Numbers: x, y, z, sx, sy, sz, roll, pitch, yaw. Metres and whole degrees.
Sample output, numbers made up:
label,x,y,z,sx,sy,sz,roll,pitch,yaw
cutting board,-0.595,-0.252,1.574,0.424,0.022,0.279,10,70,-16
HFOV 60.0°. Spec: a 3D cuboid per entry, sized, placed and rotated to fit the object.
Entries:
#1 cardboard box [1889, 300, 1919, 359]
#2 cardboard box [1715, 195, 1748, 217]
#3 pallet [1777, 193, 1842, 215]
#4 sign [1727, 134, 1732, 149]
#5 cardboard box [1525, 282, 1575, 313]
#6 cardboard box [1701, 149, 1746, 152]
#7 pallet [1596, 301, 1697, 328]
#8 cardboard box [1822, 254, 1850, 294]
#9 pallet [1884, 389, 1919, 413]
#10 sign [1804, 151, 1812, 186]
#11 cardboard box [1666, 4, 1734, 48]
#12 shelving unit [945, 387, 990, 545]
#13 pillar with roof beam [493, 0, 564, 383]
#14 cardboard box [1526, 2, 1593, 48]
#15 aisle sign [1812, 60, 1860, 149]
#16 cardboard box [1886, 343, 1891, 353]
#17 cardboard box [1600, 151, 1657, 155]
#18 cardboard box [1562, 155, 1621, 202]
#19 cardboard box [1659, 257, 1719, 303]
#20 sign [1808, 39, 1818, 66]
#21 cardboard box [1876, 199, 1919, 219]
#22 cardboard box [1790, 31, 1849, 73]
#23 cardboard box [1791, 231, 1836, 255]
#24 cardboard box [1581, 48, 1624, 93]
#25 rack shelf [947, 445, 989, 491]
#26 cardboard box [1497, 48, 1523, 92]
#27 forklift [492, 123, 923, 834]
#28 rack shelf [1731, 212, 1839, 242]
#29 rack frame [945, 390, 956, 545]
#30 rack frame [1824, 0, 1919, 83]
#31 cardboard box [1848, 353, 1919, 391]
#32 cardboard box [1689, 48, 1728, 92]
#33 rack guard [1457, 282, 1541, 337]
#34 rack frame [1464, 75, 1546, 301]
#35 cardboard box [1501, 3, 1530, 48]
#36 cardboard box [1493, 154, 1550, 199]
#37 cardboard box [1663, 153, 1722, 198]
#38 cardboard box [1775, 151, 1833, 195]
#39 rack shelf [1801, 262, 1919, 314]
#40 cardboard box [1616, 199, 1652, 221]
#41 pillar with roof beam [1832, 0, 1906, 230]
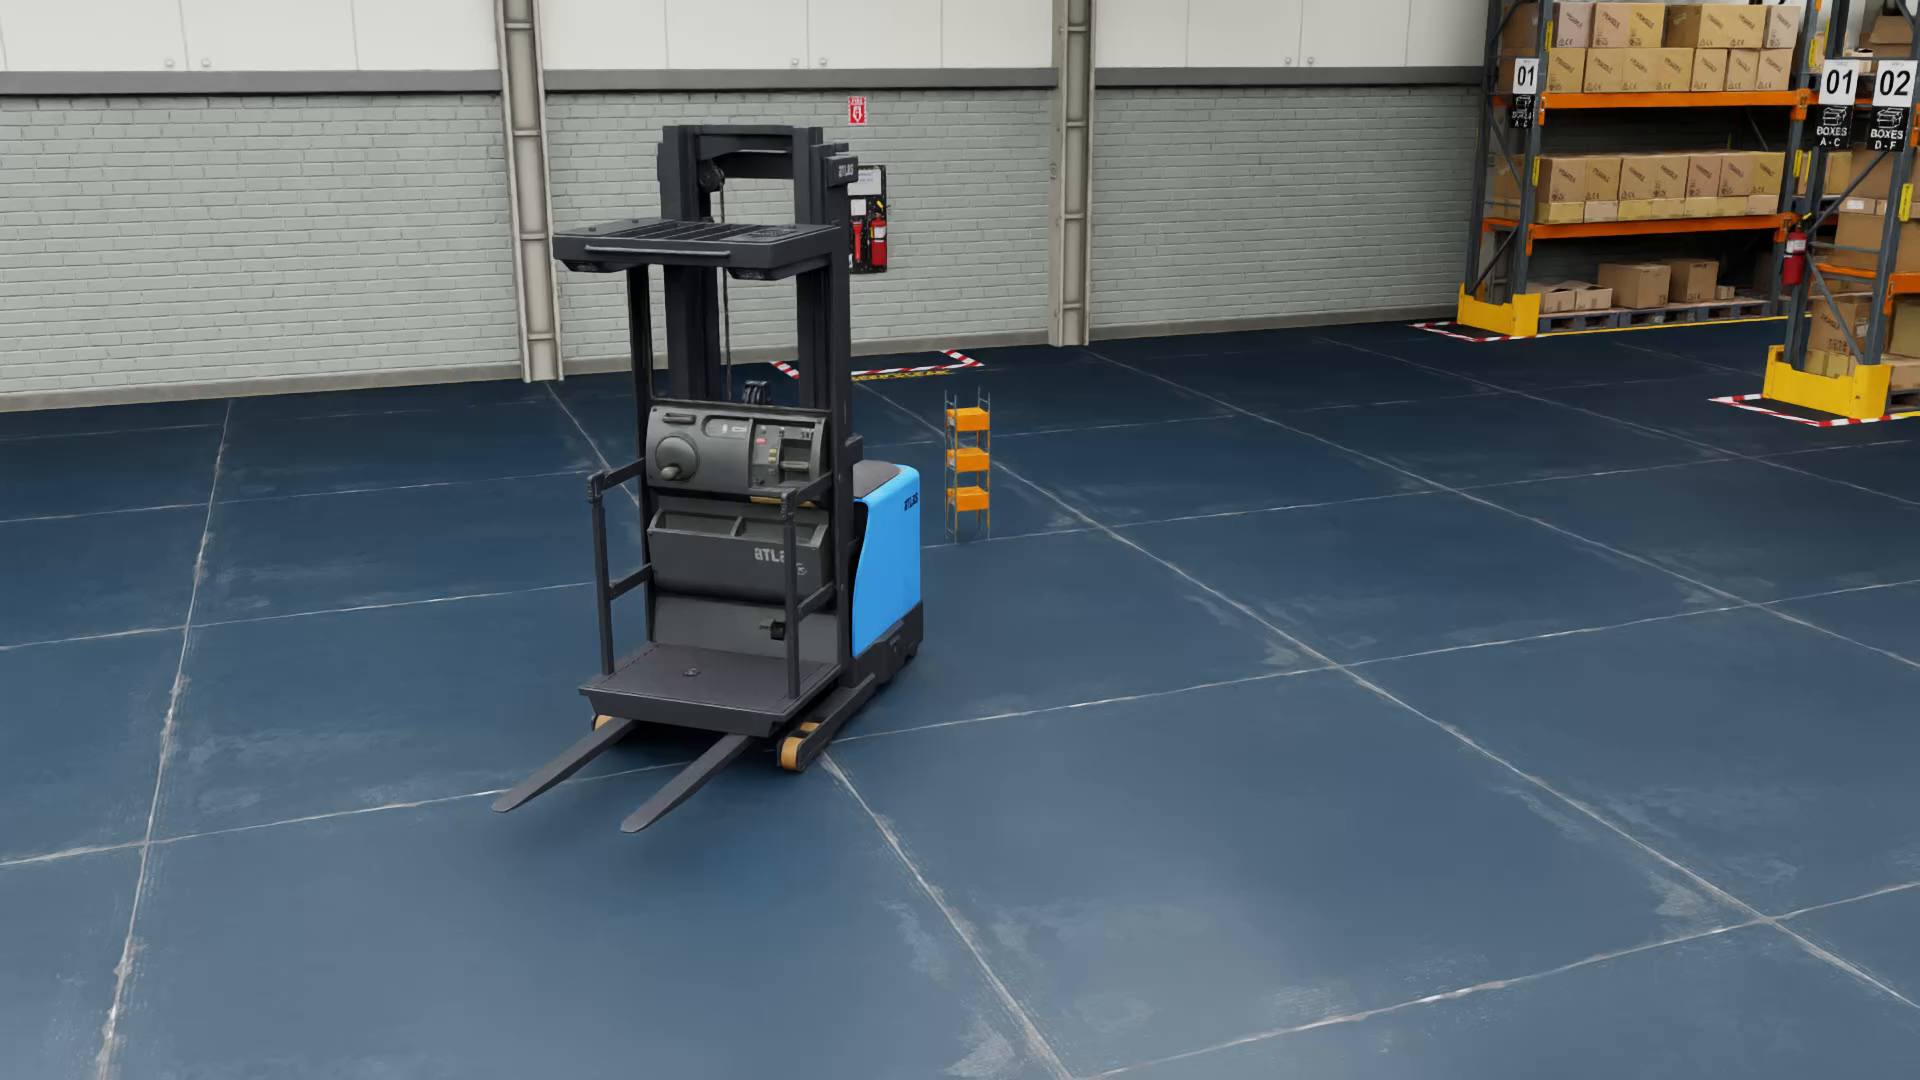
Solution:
label,x,y,z,sx,sy,sz,roll,pitch,yaw
cardboard box,9.340,-2.014,15.938,0.500,0.500,0.500,-6,17,-20
cardboard box,9.451,-4.194,20.788,0.500,0.250,0.500,-6,17,-20
pallet,11.019,-4.379,21.526,1.213,0.211,1.003,-6,17,-20
sign,10.051,-5.133,21.700,0.005,0.325,0.100,-6,17,-20
cardboard box,7.196,-2.996,20.468,0.500,0.311,0.500,-8,18,-26
cardboard box,9.739,-4.737,21.306,0.500,0.500,0.500,-7,18,-21
pallet,8.497,-2.893,21.075,1.213,0.211,1.003,-6,17,-20
cardboard box,11.399,-3.588,22.147,0.500,0.500,0.700,-7,18,-21
pallet,8.993,-1.476,16.250,1.213,0.211,1.003,-6,17,-20
sign,8.113,-3.539,15.851,0.005,0.325,0.100,-6,17,-20
cardboard box,8.890,-6.173,19.985,0.500,0.500,0.500,-7,18,-22
shelving unit,0.050,-0.509,11.469,0.252,1.050,0.215,-6,17,-20
pillar with roof beam,-2.803,-4.863,12.187,0.400,9.000,9.100,-6,17,-20
cardboard box,6.964,-5.980,19.328,0.500,0.500,0.500,-8,18,-24
aisle sign,8.127,-4.044,15.431,0.004,0.787,0.394,-6,17,-20
cardboard box,9.151,-1.793,16.516,0.500,0.250,0.500,-6,17,-20
cardboard box,8.307,-4.582,20.777,0.500,0.500,0.500,-6,17,-19
cardboard box,7.536,-4.342,19.962,0.500,0.500,0.500,-6,17,-20
cardboard box,9.298,-3.329,21.265,0.500,0.500,0.500,-8,18,-24
sign,10.454,-5.977,20.388,0.005,0.325,0.100,-6,17,-20
cardboard box,8.737,-3.068,15.393,0.250,0.149,0.380,-6,18,-20
cardboard box,10.792,-6.155,20.987,0.500,0.500,0.500,-4,17,-12
cardboard box,11.344,-3.927,21.974,0.500,0.250,0.500,-7,18,-21
cardboard box,7.434,-5.538,19.597,0.500,0.500,0.500,-5,17,-16
rack shelf,0.050,-0.499,11.472,0.240,0.259,0.215,-6,17,-20
cardboard box,6.817,-5.634,19.924,0.500,0.500,0.500,-5,17,-16
forklift,-1.162,-0.437,7.885,1.130,2.935,3.031,5,17,18
rack shelf,12.120,-4.289,22.155,4.000,0.370,1.077,-6,17,-20
rack frame,-0.064,-0.497,11.427,0.008,1.050,0.200,-6,17,-20
rack frame,8.294,-5.604,14.711,0.127,3.000,1.000,-6,17,-20
cardboard box,8.874,-1.604,15.870,0.500,0.250,0.500,-6,17,-20
cardboard box,8.889,-5.699,20.146,0.500,0.500,0.500,-7,18,-22
rack guard,6.589,-2.837,20.372,0.348,0.500,1.175,-6,17,-20
rack frame,6.518,-4.029,19.994,0.127,3.000,1.000,-6,17,-20
cardboard box,6.827,-6.118,19.796,0.500,0.500,0.500,-5,17,-18
cardboard box,6.882,-4.430,20.259,0.500,0.500,0.500,-6,18,-21
cardboard box,8.984,-4.501,20.501,0.500,0.500,0.500,-7,18,-22
cardboard box,10.740,-4.733,21.435,0.500,0.500,0.700,-6,17,-20
rack shelf,10.161,-2.582,16.345,4.000,0.370,1.077,-6,17,-20
cardboard box,8.045,-4.038,20.256,0.500,0.250,0.500,-6,18,-21
pillar with roof beam,14.005,-6.678,18.367,0.400,9.000,9.100,-6,17,-20
